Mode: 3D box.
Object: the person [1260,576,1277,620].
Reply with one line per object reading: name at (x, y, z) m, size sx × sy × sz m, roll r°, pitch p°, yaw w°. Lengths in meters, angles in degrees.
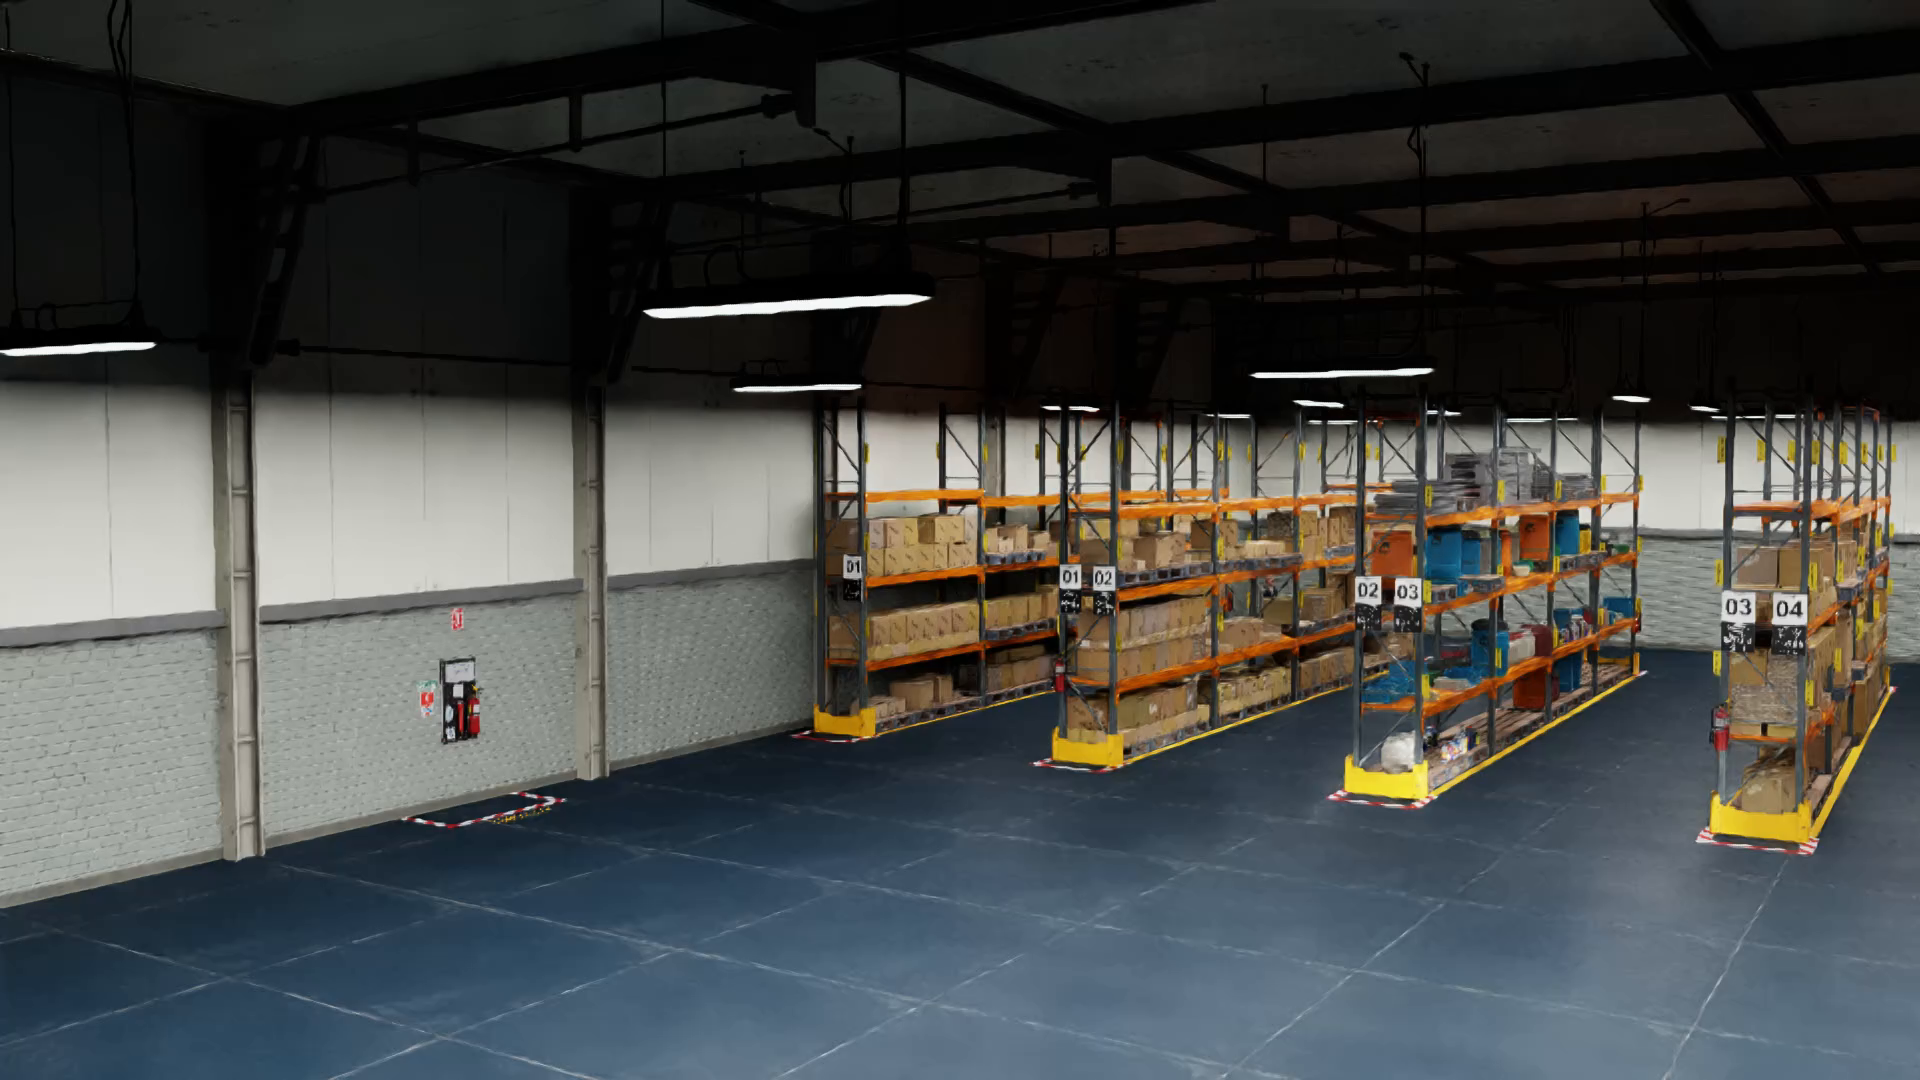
person at (8.297, 1.803, 44.409) m, size 0.737 × 1.712 × 0.566 m, roll -1°, pitch 3°, yaw -19°
